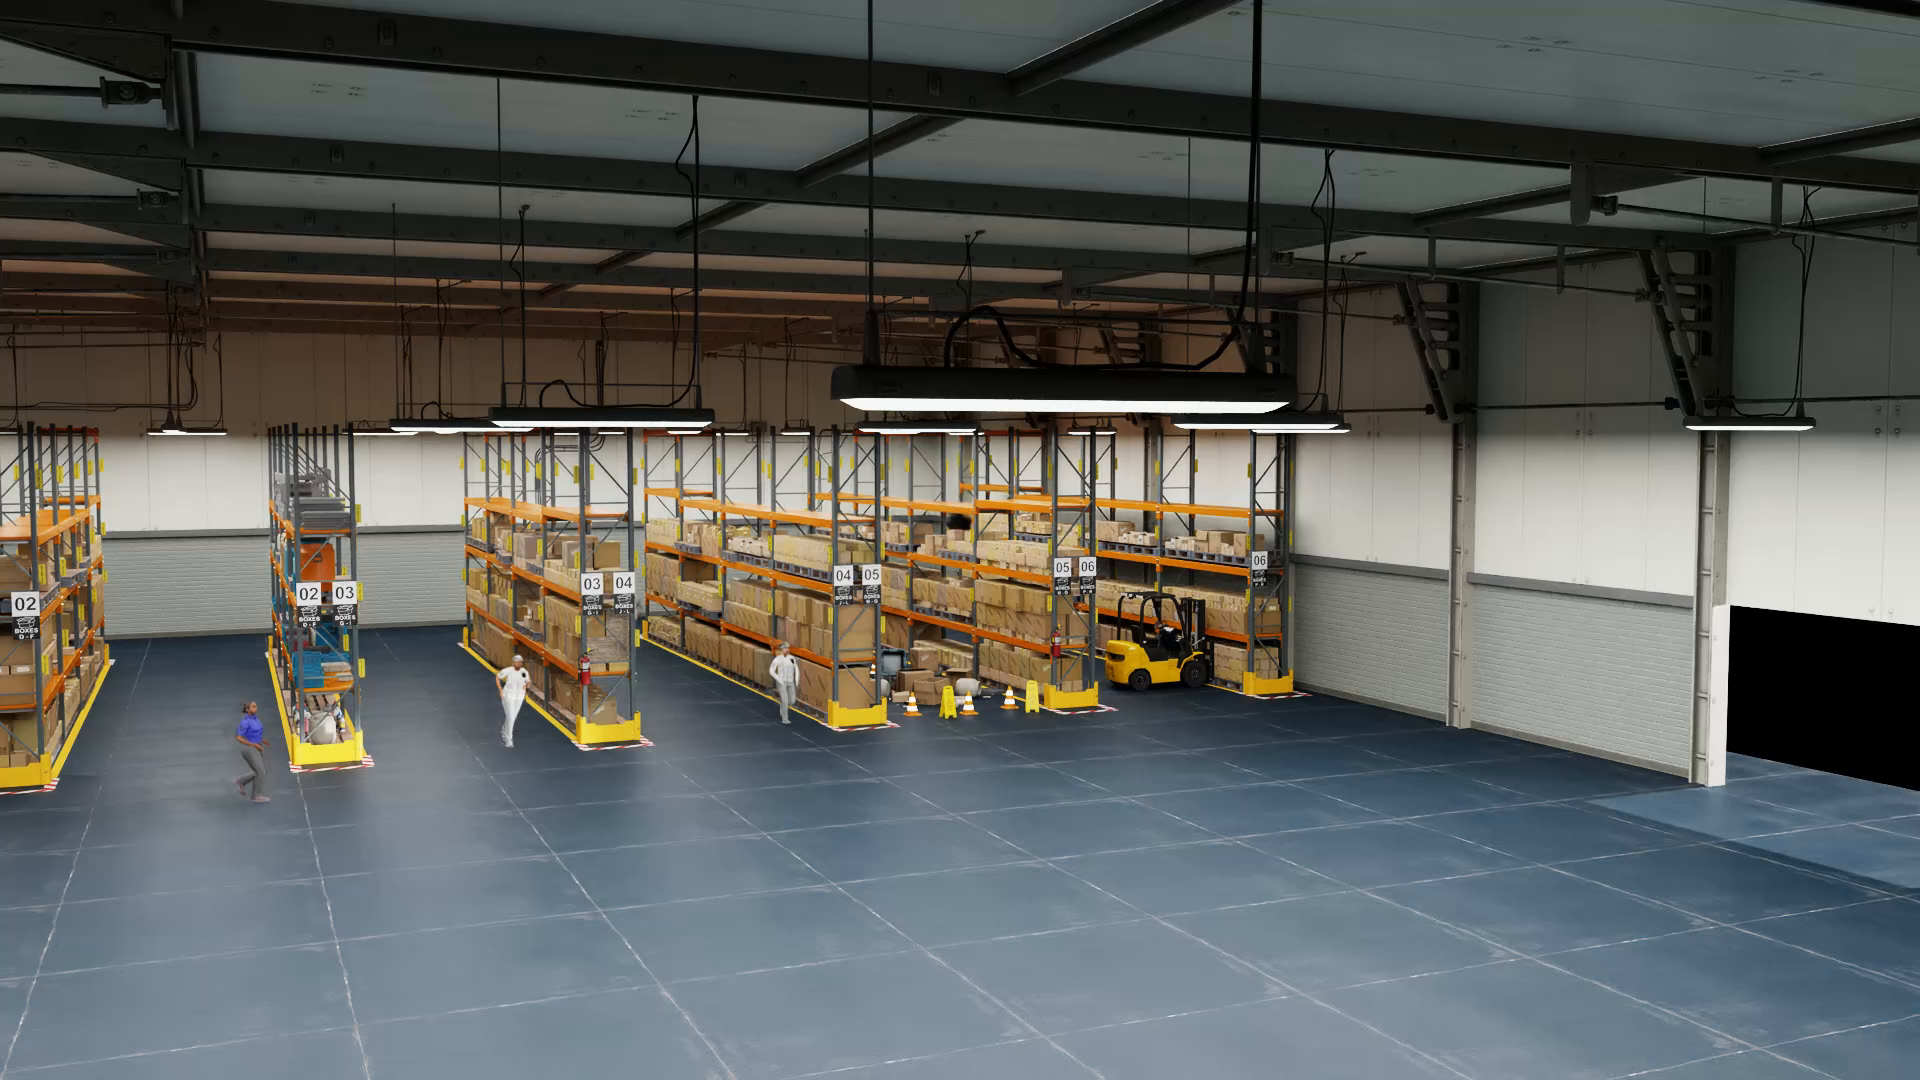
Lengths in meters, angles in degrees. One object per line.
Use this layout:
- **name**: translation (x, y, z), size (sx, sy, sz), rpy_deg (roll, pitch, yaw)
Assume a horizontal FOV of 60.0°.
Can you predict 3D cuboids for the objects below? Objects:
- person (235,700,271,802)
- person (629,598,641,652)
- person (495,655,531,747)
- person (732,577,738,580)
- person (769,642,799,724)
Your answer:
- **person**: translation (-11.169, 3.320, 26.148), size (0.590, 1.604, 0.575), rpy_deg (0, 3, 2)
- **person**: translation (-8.860, 2.143, 44.558), size (0.667, 1.760, 0.723), rpy_deg (-1, 4, -22)
- **person**: translation (-8.388, 3.008, 31.288), size (0.604, 1.703, 0.785), rpy_deg (-3, 4, -39)
- **person**: translation (-6.382, 1.931, 47.147), size (0.706, 1.754, 0.935), rpy_deg (-2, 4, -28)
- **person**: translation (-3.532, 2.848, 33.416), size (0.645, 1.638, 0.579), rpy_deg (-2, 4, -29)
